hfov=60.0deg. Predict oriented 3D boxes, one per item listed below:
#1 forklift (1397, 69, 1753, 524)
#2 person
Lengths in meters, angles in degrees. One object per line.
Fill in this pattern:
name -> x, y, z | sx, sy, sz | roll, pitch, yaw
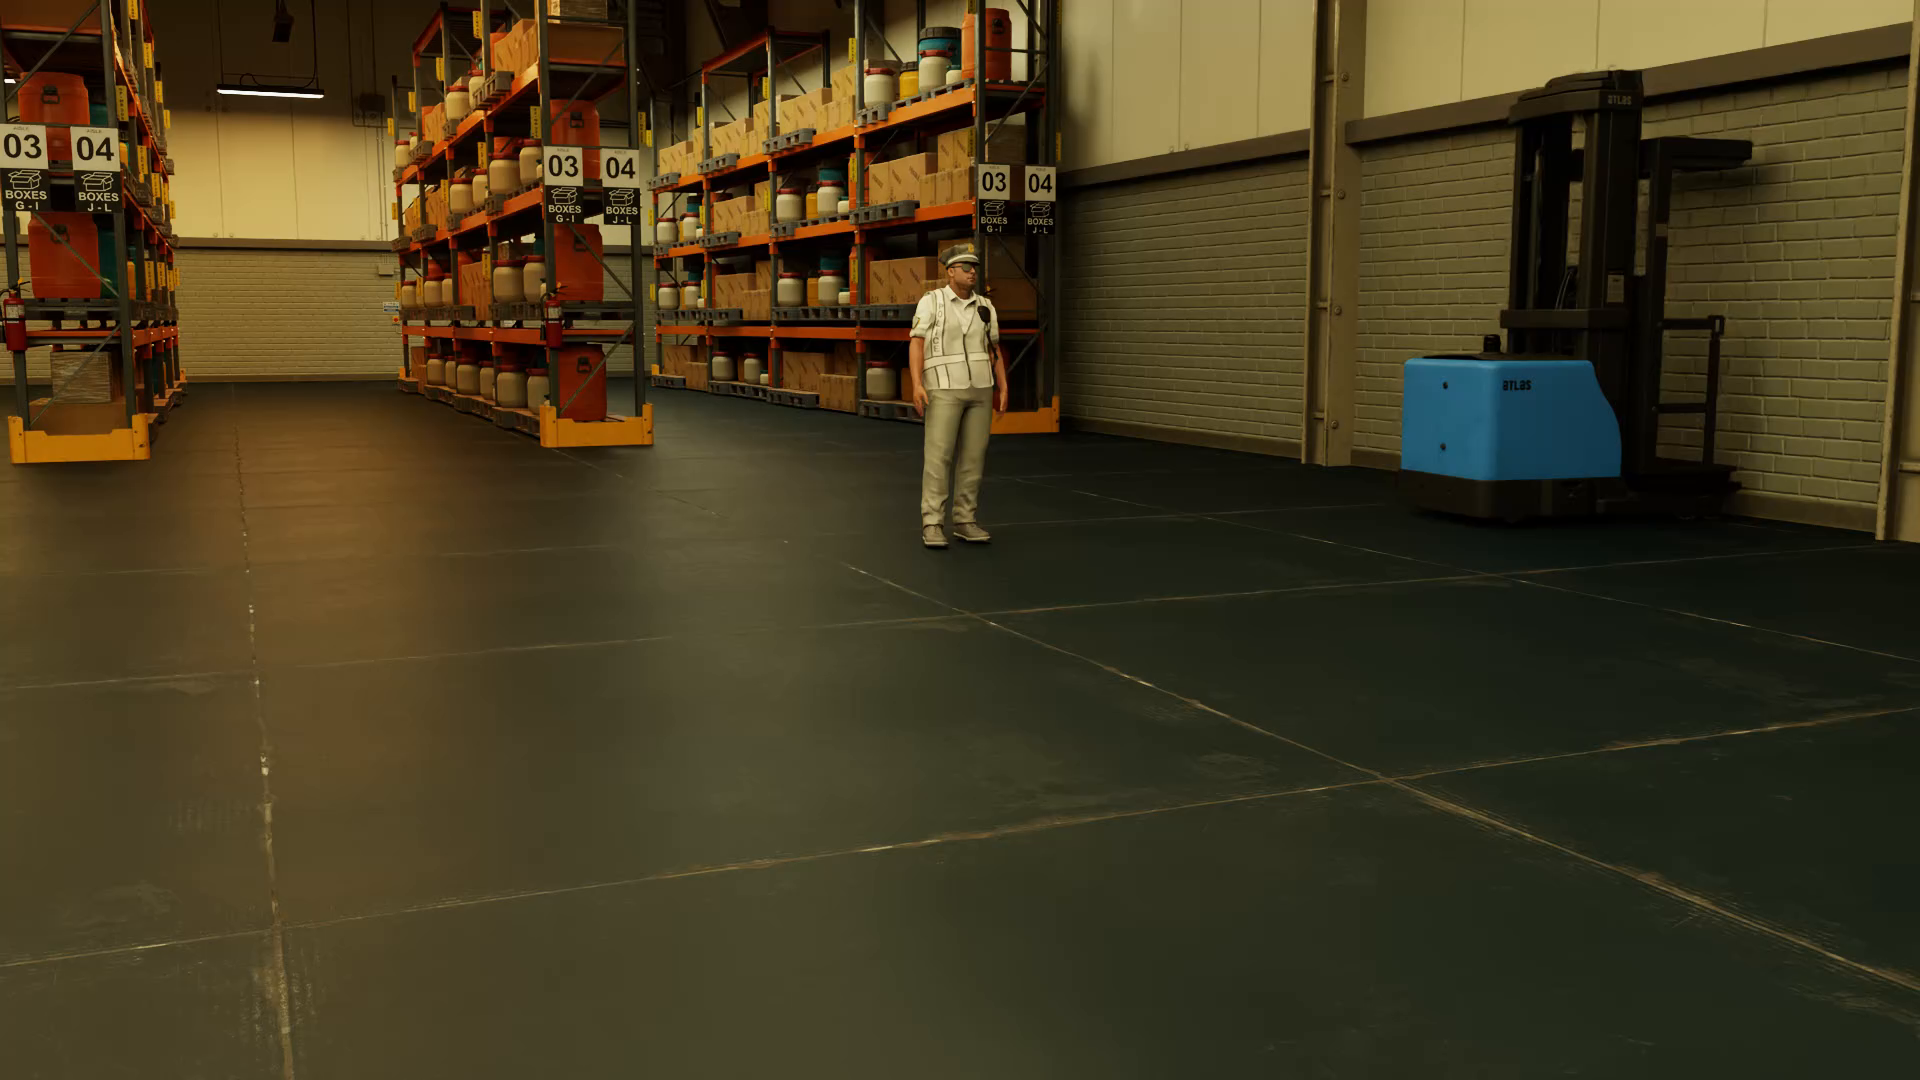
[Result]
forklift -> 4.614, -1.643, 11.403 | 3.031, 2.935, 1.130 | -2, 8, -18
person -> 0.021, -0.881, 9.961 | 0.641, 1.780, 0.574 | -3, 8, -23
